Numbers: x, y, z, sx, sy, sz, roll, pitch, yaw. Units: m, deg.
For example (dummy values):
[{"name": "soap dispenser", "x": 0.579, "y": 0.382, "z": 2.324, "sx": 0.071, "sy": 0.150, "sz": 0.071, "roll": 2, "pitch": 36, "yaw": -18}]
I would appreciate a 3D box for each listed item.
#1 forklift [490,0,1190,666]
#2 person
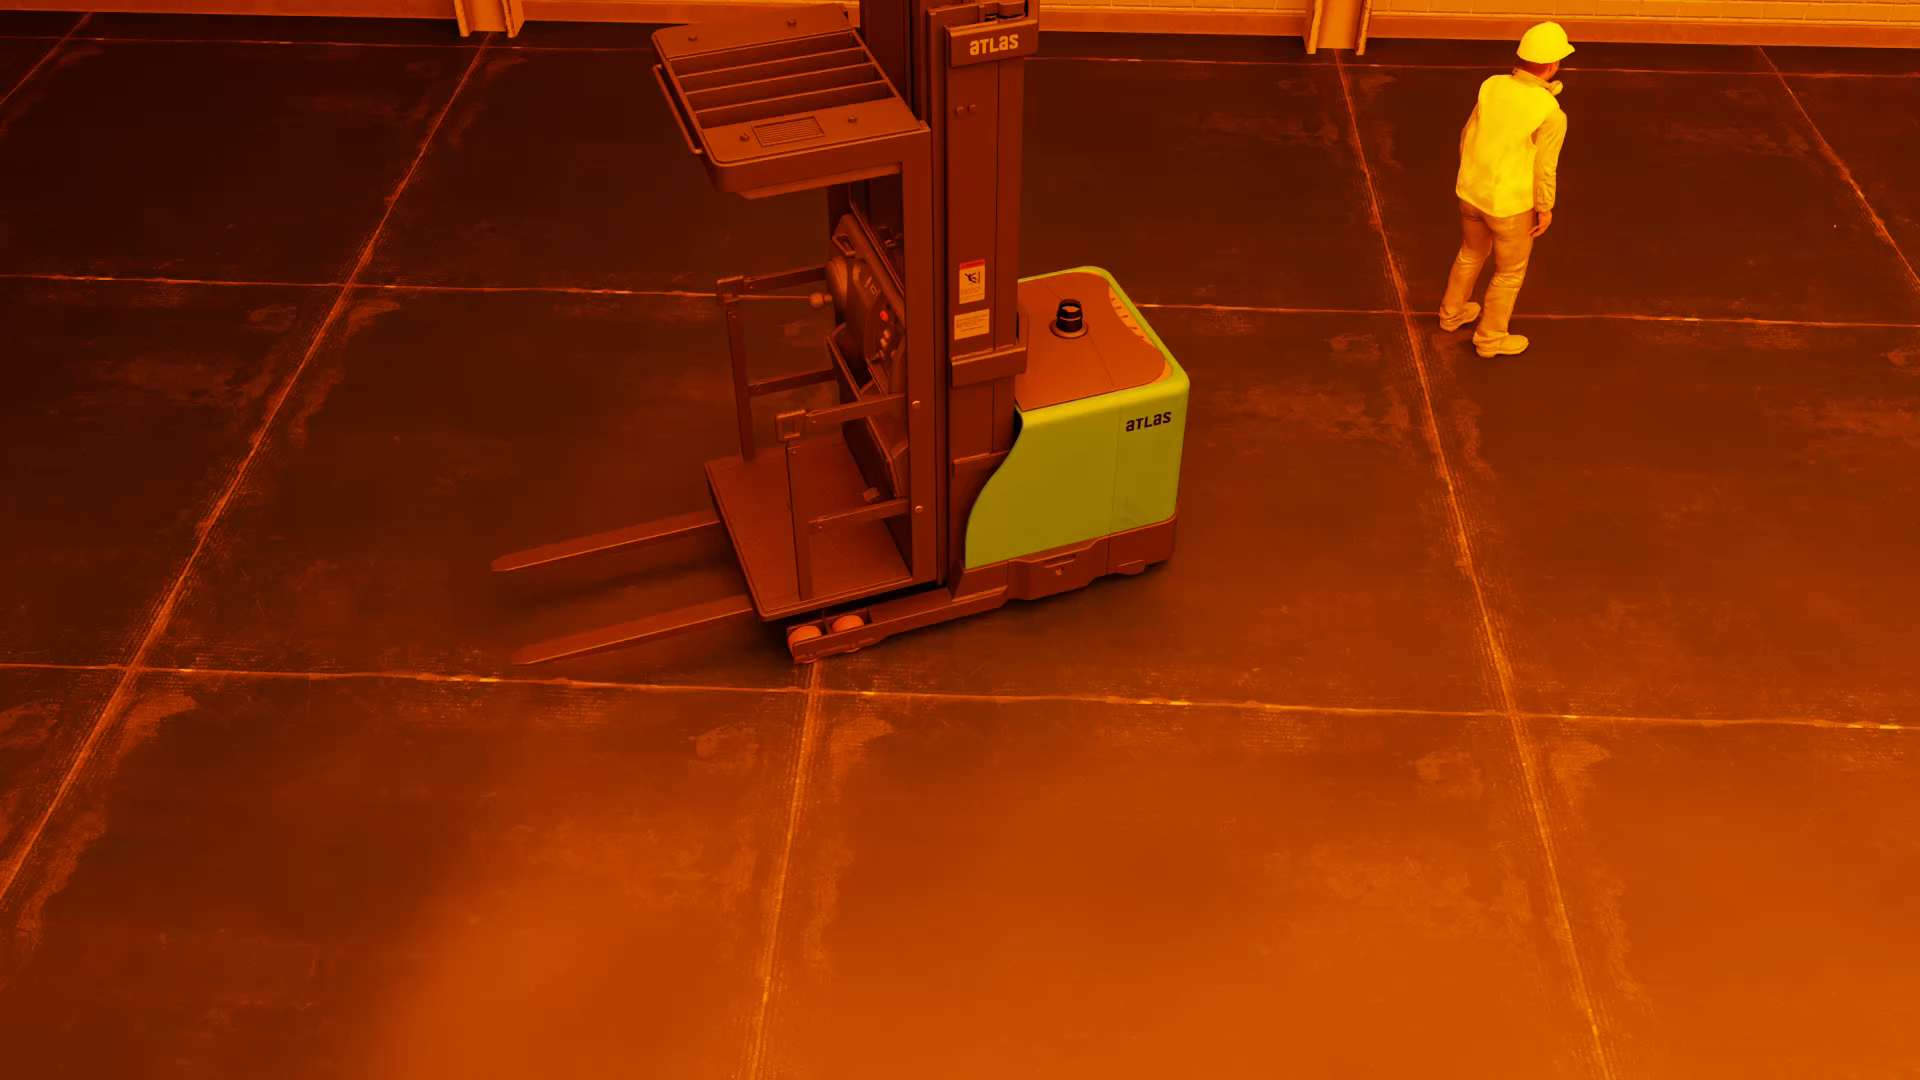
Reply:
[{"name": "forklift", "x": -0.573, "y": -0.945, "z": 6.778, "sx": 3.031, "sy": 2.935, "sz": 1.130, "roll": -13, "pitch": 44, "yaw": -14}, {"name": "person", "x": 2.804, "y": -1.795, "z": 8.570, "sx": 0.465, "sy": 1.770, "sz": 0.592, "roll": -24, "pitch": 47, "yaw": -24}]
